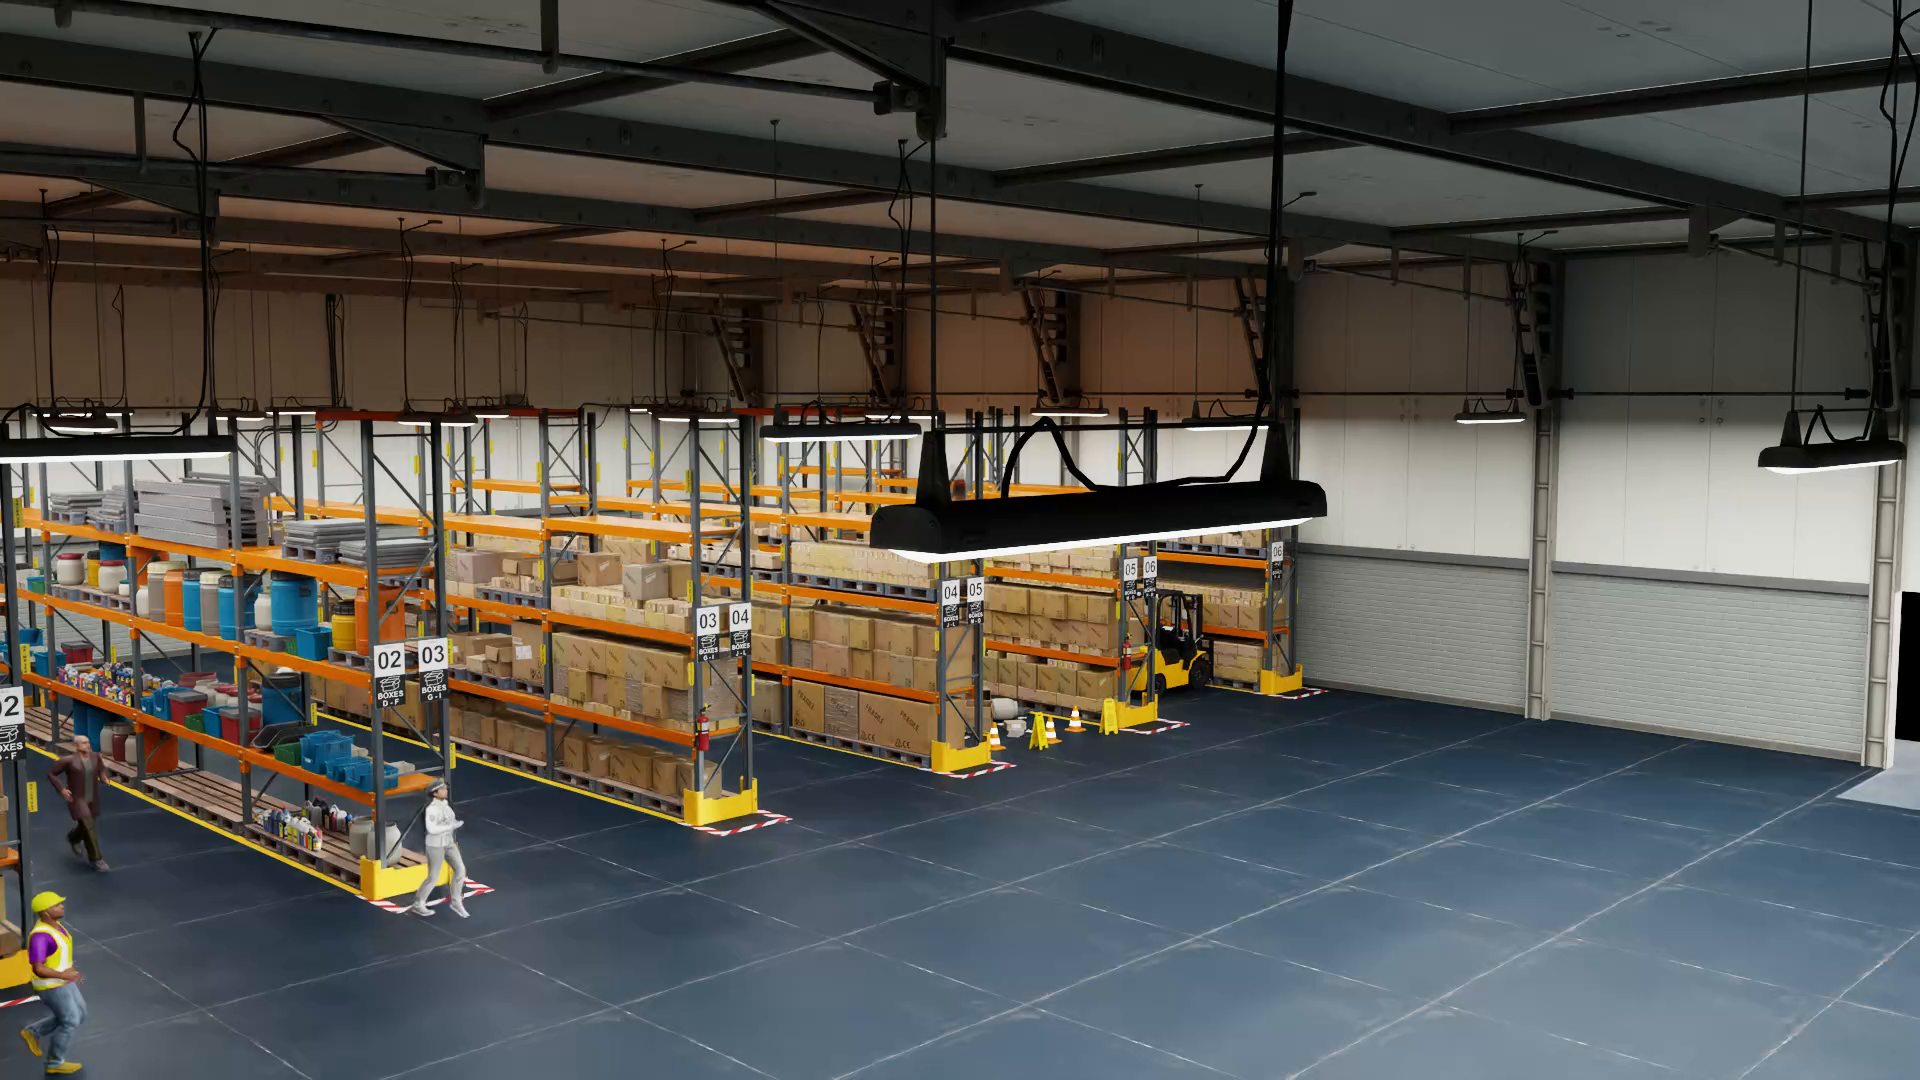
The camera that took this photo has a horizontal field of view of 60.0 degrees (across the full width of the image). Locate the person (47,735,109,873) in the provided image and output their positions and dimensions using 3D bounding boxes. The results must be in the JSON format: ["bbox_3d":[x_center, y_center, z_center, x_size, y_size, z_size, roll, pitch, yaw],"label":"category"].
[{"bbox_3d":[-11.722,3.481,22.167,1.047,1.790,0.718,2,6,26],"label":"person"}]

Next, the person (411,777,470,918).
[{"bbox_3d":[-6.266,3.720,19.992,0.665,1.766,0.609,1,5,7],"label":"person"}]

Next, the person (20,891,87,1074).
[{"bbox_3d":[-8.441,4.110,15.446,0.588,1.723,0.703,-2,5,-20],"label":"person"}]

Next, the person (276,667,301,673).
[{"bbox_3d":[-11.946,2.861,29.634,0.851,1.733,0.687,5,7,43],"label":"person"}]
